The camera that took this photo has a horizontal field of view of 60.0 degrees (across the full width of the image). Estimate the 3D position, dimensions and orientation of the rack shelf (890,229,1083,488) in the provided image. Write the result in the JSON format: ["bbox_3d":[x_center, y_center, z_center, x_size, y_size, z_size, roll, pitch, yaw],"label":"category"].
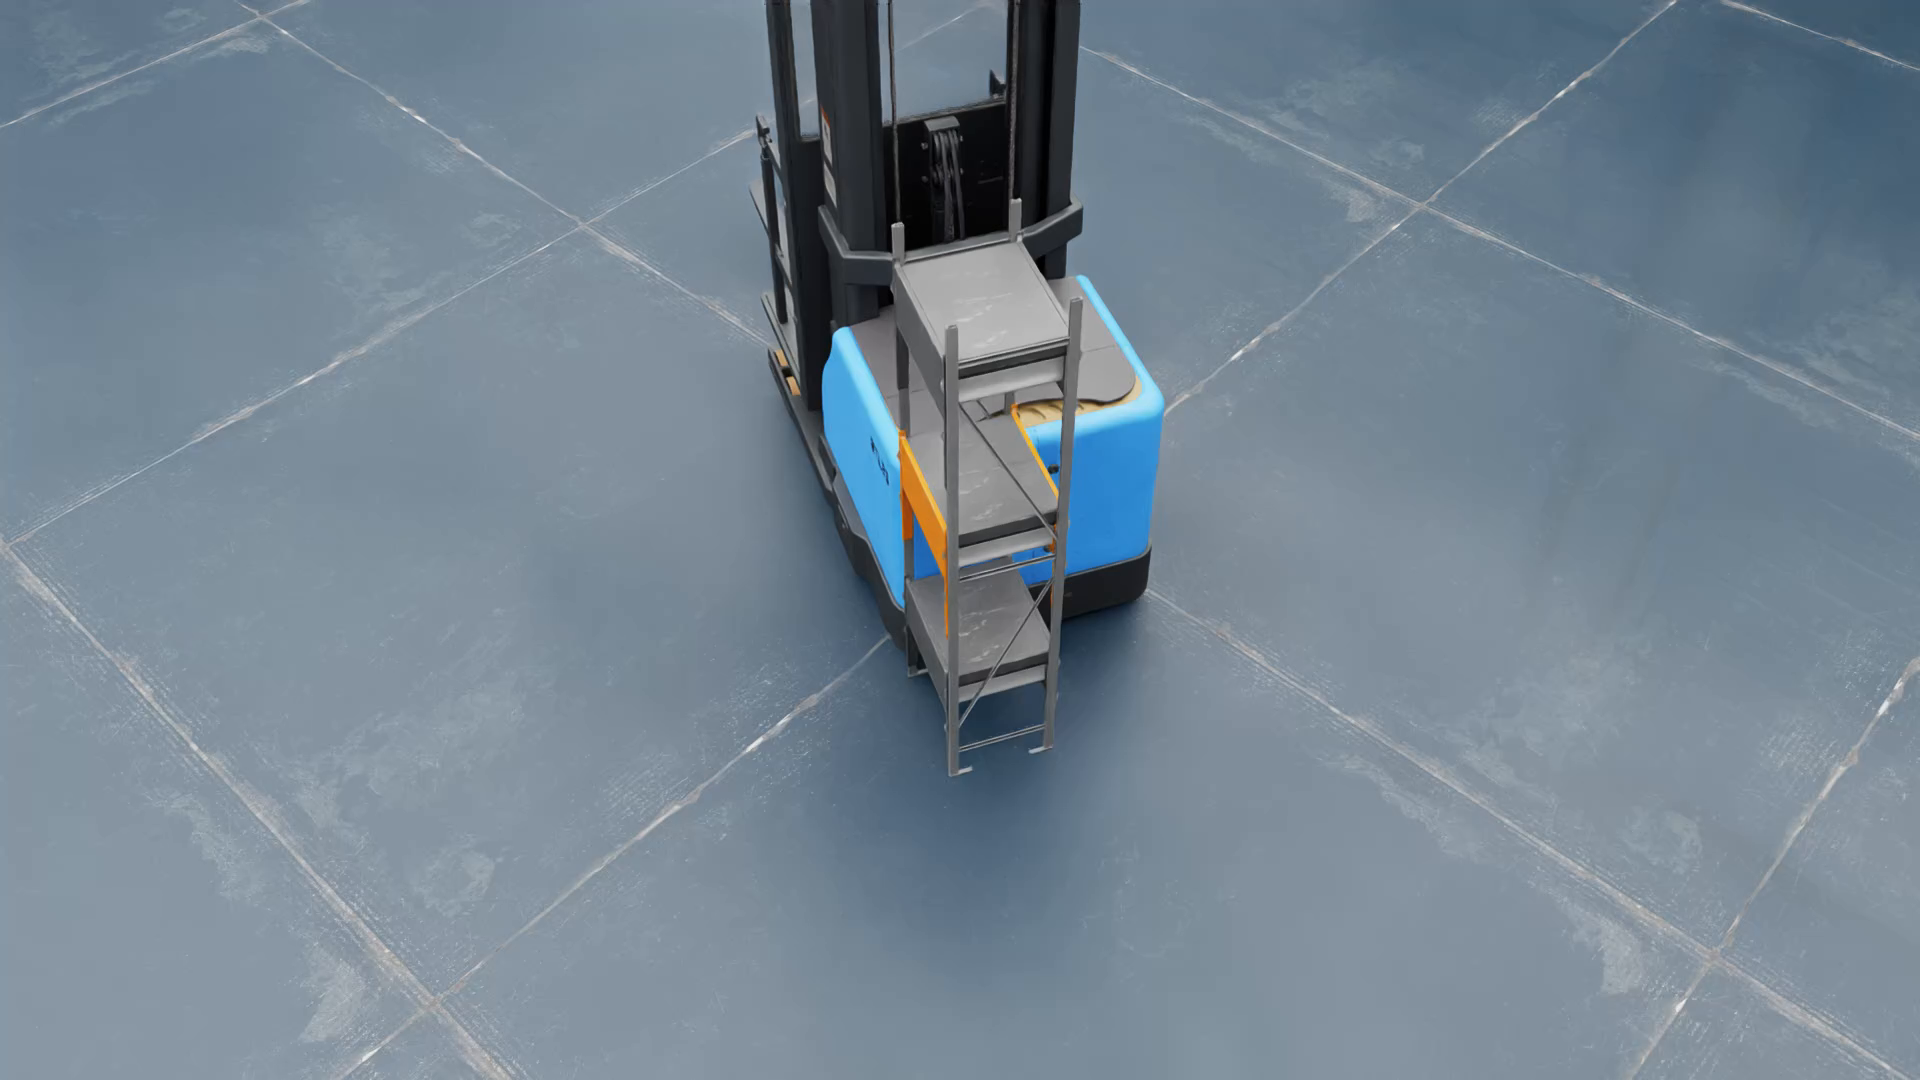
[{"bbox_3d":[0.071,-0.544,4.988,0.431,0.518,0.480,-14,48,-13],"label":"rack shelf"}]

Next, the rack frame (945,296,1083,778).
[{"bbox_3d":[0.150,0.094,5.330,0.400,2.100,0.015,-14,48,-13],"label":"rack frame"}]

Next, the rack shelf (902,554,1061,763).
[{"bbox_3d":[0.071,0.414,6.008,0.431,0.518,0.480,-14,48,-13],"label":"rack shelf"}]

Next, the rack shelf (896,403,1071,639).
[{"bbox_3d":[0.071,-0.065,5.498,0.431,0.518,0.480,-14,48,-13],"label":"rack shelf"}]

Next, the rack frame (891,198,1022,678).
[{"bbox_3d":[-0.008,-0.242,5.646,0.400,2.100,0.015,-14,48,-13],"label":"rack frame"}]

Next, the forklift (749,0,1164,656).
[{"bbox_3d":[-0.222,-1.658,6.405,1.130,2.935,3.031,-14,48,-13],"label":"forklift"}]

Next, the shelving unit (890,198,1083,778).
[{"bbox_3d":[0.071,-0.074,5.488,0.431,2.100,0.503,-14,48,-13],"label":"shelving unit"}]
